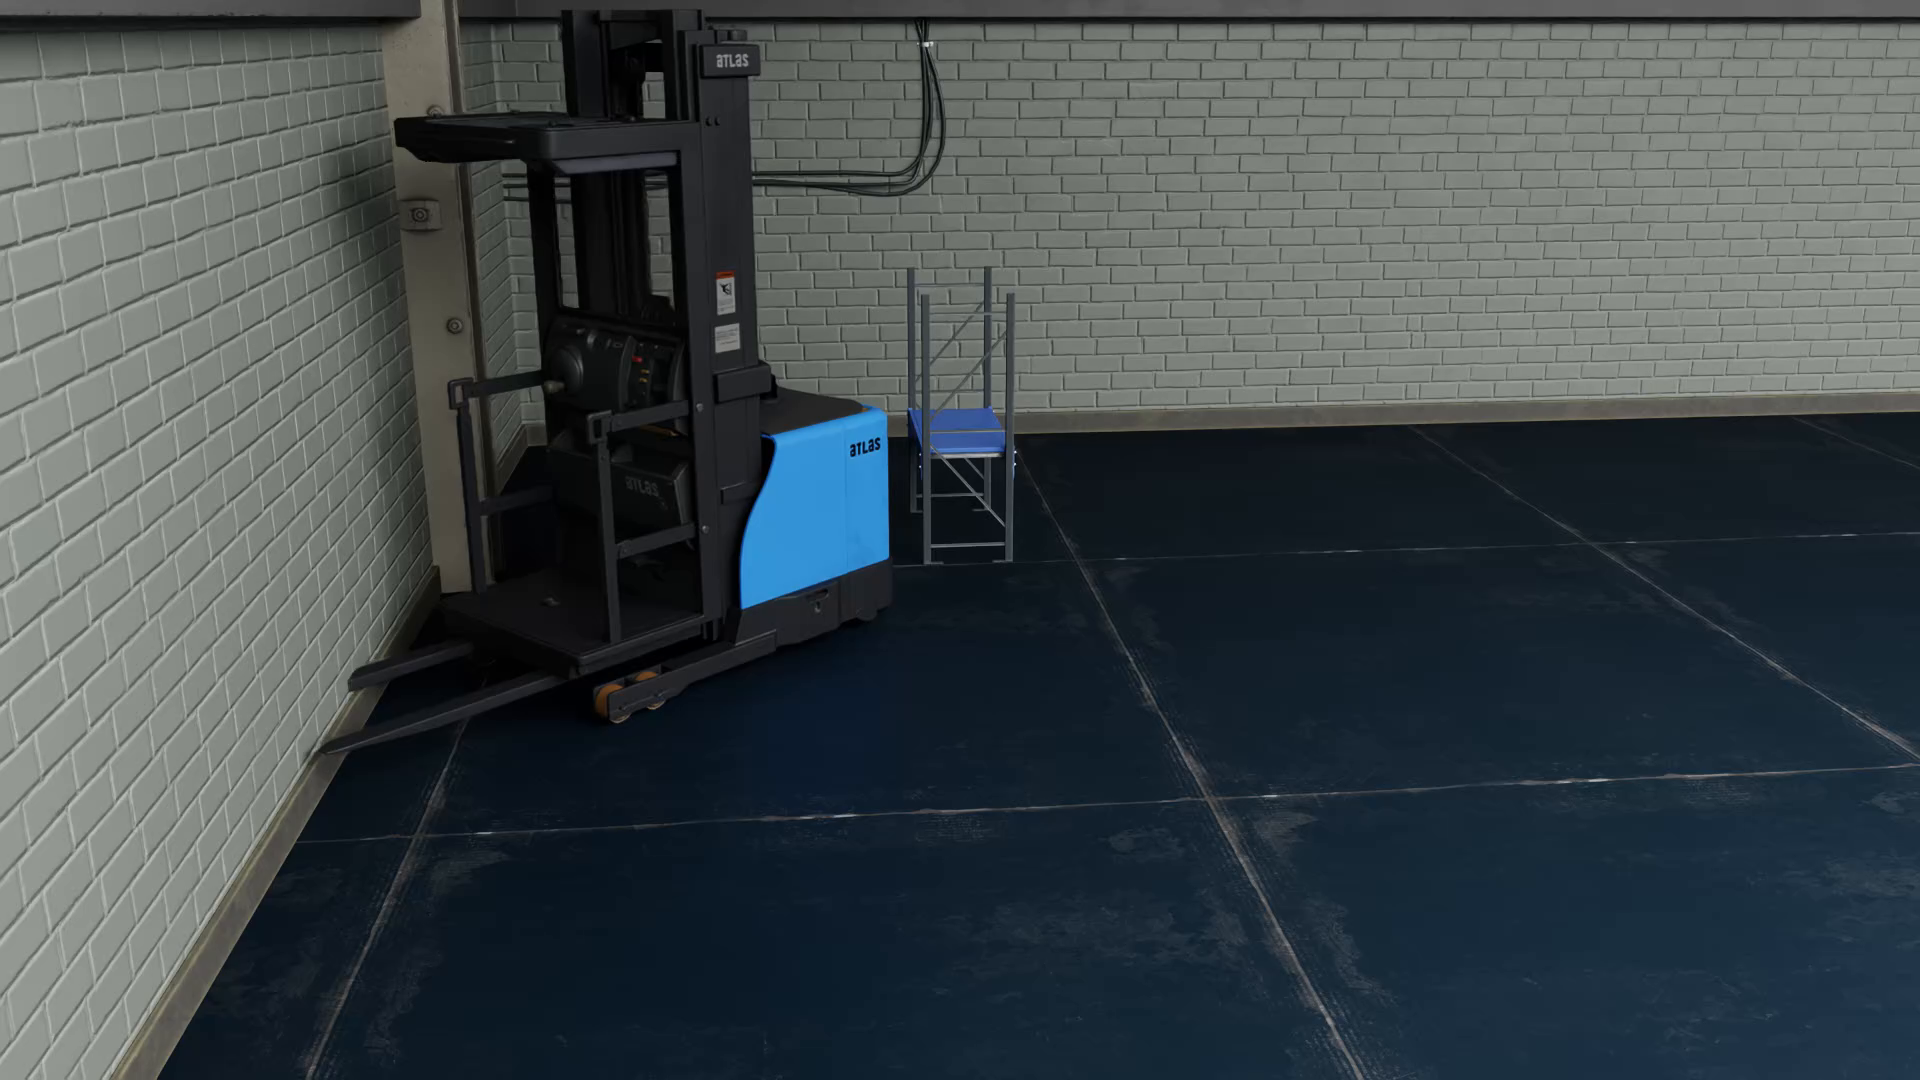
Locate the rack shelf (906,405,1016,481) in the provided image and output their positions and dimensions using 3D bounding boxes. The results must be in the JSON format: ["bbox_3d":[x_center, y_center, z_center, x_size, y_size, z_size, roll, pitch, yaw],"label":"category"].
[{"bbox_3d":[-0.009,-0.569,9.587,0.538,0.185,1.000,-2,18,-6],"label":"rack shelf"}]

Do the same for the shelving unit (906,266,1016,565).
[{"bbox_3d":[-0.009,-0.741,9.533,0.538,1.500,1.048,-2,18,-6],"label":"shelving unit"}]

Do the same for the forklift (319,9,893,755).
[{"bbox_3d":[-1.682,-0.780,7.267,1.130,2.935,3.031,14,22,38],"label":"forklift"}]

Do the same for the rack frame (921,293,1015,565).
[{"bbox_3d":[0.044,-0.590,9.051,0.500,1.500,0.032,-2,18,-6],"label":"rack frame"}]

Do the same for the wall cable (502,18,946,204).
[{"bbox_3d":[-1.631,-3.514,11.031,3.097,2.526,0.112,-2,18,-6],"label":"wall cable"}]

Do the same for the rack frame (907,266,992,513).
[{"bbox_3d":[-0.061,-0.892,10.016,0.500,1.500,0.032,-2,18,-6],"label":"rack frame"}]

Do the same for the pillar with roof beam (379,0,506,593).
[{"bbox_3d":[1.639,-4.210,8.064,9.100,9.000,0.400,-2,18,-6],"label":"pillar with roof beam"}]
